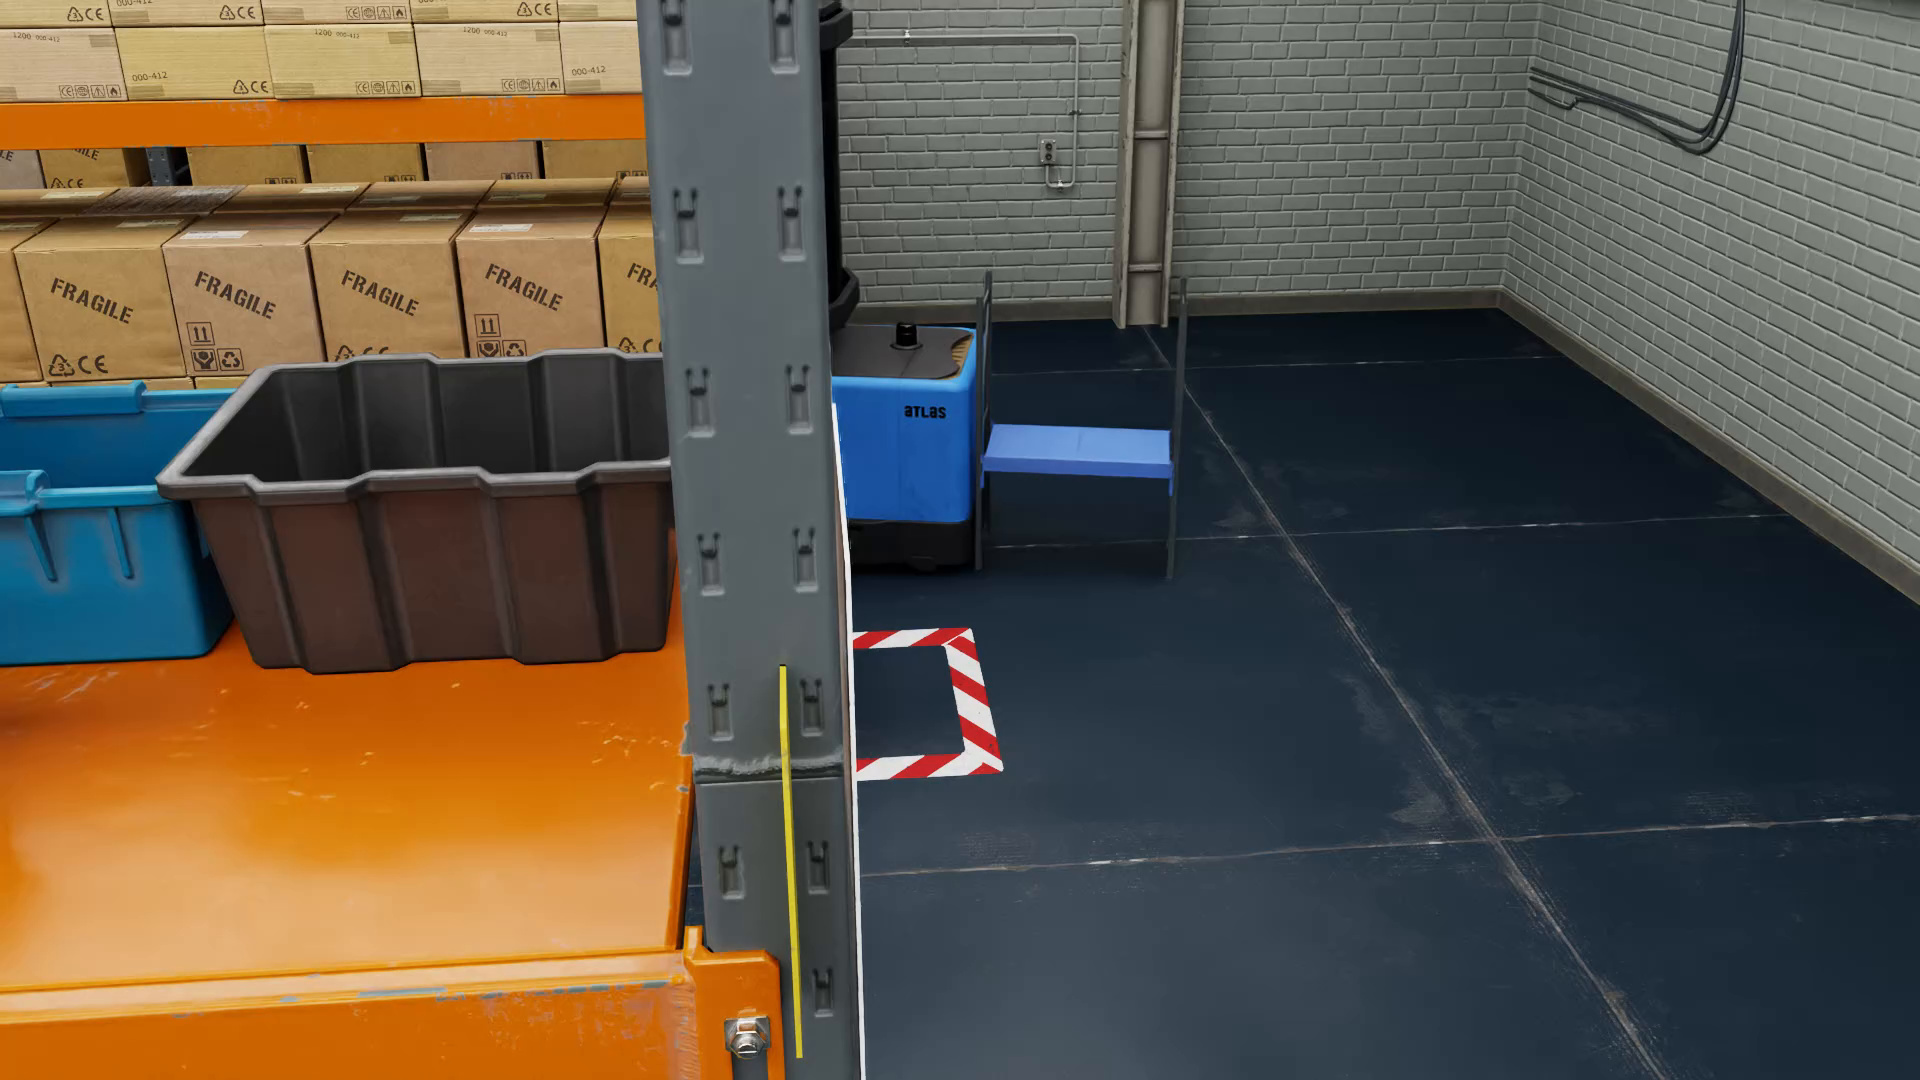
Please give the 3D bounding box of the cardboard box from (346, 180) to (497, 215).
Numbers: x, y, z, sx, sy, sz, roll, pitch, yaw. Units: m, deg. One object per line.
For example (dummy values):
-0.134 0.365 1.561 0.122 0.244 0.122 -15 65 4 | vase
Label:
-2.179 -1.180 6.857 0.500 0.500 0.500 -2 24 -4 | cardboard box

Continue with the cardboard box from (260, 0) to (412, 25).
-2.175 -1.999 5.930 0.500 0.250 0.500 -2 24 -5 | cardboard box

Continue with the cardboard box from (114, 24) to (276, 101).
-2.673 -1.751 5.988 0.500 0.250 0.500 -2 24 -5 | cardboard box

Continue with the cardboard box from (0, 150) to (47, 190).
-6.106 -2.519 10.710 0.500 0.500 0.500 -2 24 -5 | cardboard box

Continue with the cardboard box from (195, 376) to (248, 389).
-2.627 -0.488 6.532 0.500 0.500 0.500 -3 24 -6 | cardboard box

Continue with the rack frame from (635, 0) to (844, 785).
-0.210 -1.369 1.252 0.127 3.000 1.000 -2 24 -5 | rack frame

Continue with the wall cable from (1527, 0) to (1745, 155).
4.480 -4.036 11.074 0.112 2.526 3.097 -2 24 -5 | wall cable

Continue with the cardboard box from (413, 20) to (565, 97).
-1.678 -1.790 6.075 0.500 0.250 0.500 -2 24 -5 | cardboard box

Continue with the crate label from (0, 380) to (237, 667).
-1.160 -0.024 2.102 0.502 0.251 0.408 -2 24 -5 | crate label

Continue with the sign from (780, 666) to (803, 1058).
-0.140 0.271 1.383 0.005 0.325 0.100 -2 24 -5 | sign

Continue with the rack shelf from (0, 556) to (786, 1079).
-2.201 0.410 1.827 4.000 0.370 1.077 -2 24 -5 | rack shelf

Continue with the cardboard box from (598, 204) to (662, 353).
-1.109 -1.004 6.461 0.500 0.500 0.500 -3 24 -6 | cardboard box

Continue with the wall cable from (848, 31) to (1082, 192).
-0.003 -3.530 12.248 1.851 1.984 0.084 -2 24 -5 | wall cable

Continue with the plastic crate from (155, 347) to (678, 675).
-0.621 -0.036 2.106 0.590 0.269 0.497 -2 24 -5 | plastic crate

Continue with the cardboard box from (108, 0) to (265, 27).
-2.672 -1.976 5.879 0.500 0.250 0.500 -2 24 -5 | cardboard box

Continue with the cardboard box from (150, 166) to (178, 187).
-5.518 -2.434 11.317 0.250 0.149 0.380 -3 24 -7 | cardboard box

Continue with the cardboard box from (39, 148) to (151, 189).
-5.599 -2.543 10.765 0.500 0.500 0.500 -3 24 -6 | cardboard box

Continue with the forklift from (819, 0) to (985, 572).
-1.394 -1.414 8.823 3.031 2.935 1.130 3 24 6 | forklift

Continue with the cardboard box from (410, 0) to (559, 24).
-1.677 -2.017 5.971 0.500 0.250 0.500 -2 24 -5 | cardboard box

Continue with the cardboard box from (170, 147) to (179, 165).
-5.647 -2.747 11.223 0.500 0.500 0.500 -3 24 -7 | cardboard box

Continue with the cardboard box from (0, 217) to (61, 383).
-3.664 -0.899 6.225 0.500 0.500 0.500 -3 24 -7 | cardboard box

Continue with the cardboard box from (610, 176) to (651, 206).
-1.161 -1.222 6.951 0.500 0.500 0.500 -2 24 -4 | cardboard box

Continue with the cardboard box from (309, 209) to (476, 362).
-2.128 -0.961 6.364 0.500 0.500 0.500 -2 24 -4 | cardboard box

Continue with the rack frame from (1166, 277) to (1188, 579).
1.134 -0.579 8.707 0.032 1.500 0.500 3 24 6 | rack frame

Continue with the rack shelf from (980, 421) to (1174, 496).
0.629 -0.438 8.832 1.000 0.185 0.538 3 24 6 | rack shelf

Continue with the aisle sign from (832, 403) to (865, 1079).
-0.110 0.300 1.682 0.004 0.787 0.394 -2 24 -5 | aisle sign

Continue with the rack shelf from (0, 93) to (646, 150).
-2.684 -1.592 6.332 4.000 0.370 1.077 -2 24 -5 | rack shelf

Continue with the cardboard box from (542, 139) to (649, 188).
-2.414 -2.711 11.288 0.700 0.700 0.980 -2 24 -6 | cardboard box

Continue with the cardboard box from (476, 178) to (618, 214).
-1.681 -1.198 6.898 0.500 0.500 0.500 -2 24 -5 | cardboard box

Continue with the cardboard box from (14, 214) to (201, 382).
-3.153 -0.919 6.271 0.500 0.500 0.500 -3 24 -7 | cardboard box

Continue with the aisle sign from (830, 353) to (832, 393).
-0.168 0.061 2.219 0.004 0.787 0.394 -2 24 -5 | aisle sign

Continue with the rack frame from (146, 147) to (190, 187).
-5.165 -2.473 11.120 0.127 3.000 1.000 -2 24 -5 | rack frame

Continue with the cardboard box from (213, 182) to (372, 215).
-2.684 -1.159 6.811 0.500 0.500 0.500 -3 24 -6 | cardboard box

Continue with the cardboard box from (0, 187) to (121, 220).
-3.687 -1.120 6.722 0.500 0.500 0.500 -3 24 -6 | cardboard box

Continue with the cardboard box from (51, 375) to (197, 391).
-3.133 -0.467 6.485 0.500 0.500 0.500 -2 24 -5 | cardboard box

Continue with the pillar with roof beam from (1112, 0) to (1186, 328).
1.841 -4.091 7.375 0.400 9.000 9.100 -2 24 -5 | pillar with roof beam

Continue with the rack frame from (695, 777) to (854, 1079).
-0.210 1.372 2.470 0.127 3.000 1.000 -2 24 -5 | rack frame

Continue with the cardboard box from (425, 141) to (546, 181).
-3.173 -2.685 11.228 0.700 0.700 0.980 -3 24 -8 | cardboard box

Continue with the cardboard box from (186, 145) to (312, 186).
-4.623 -2.625 11.093 0.700 0.700 0.980 -2 24 -4 | cardboard box

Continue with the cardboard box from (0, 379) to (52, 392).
-3.631 -0.448 6.442 0.500 0.500 0.500 -2 24 -4 | cardboard box

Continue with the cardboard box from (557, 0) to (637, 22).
-1.180 -2.037 6.017 0.500 0.250 0.500 -2 24 -5 | cardboard box

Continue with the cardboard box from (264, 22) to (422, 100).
-2.174 -1.765 6.018 0.500 0.250 0.500 -2 24 -5 | cardboard box

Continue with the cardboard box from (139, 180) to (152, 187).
-5.473 -2.239 10.879 0.250 0.149 0.380 -2 24 -5 | cardboard box

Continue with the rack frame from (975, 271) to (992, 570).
0.124 -0.626 8.811 0.032 1.500 0.500 3 24 6 | rack frame

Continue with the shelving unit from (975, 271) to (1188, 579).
0.629 -0.603 8.759 1.048 1.500 0.538 3 24 6 | shelving unit

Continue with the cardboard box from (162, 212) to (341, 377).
-2.639 -0.940 6.318 0.500 0.500 0.500 -2 24 -4 | cardboard box

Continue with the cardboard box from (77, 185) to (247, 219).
-3.185 -1.140 6.767 0.500 0.500 0.500 -2 24 -5 | cardboard box

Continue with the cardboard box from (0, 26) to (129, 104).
-3.170 -1.730 5.940 0.500 0.250 0.500 -2 24 -5 | cardboard box

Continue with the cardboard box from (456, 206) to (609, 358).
-1.612 -0.983 6.415 0.500 0.500 0.500 -2 24 -4 | cardboard box

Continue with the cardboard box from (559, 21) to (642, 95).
-1.179 -1.805 6.110 0.500 0.250 0.500 -2 24 -5 | cardboard box

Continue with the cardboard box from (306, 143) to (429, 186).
-3.896 -2.652 11.154 0.700 0.700 0.980 -3 24 -6 | cardboard box

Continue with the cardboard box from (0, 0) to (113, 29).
-3.170 -1.956 5.834 0.500 0.250 0.500 -2 24 -5 | cardboard box
